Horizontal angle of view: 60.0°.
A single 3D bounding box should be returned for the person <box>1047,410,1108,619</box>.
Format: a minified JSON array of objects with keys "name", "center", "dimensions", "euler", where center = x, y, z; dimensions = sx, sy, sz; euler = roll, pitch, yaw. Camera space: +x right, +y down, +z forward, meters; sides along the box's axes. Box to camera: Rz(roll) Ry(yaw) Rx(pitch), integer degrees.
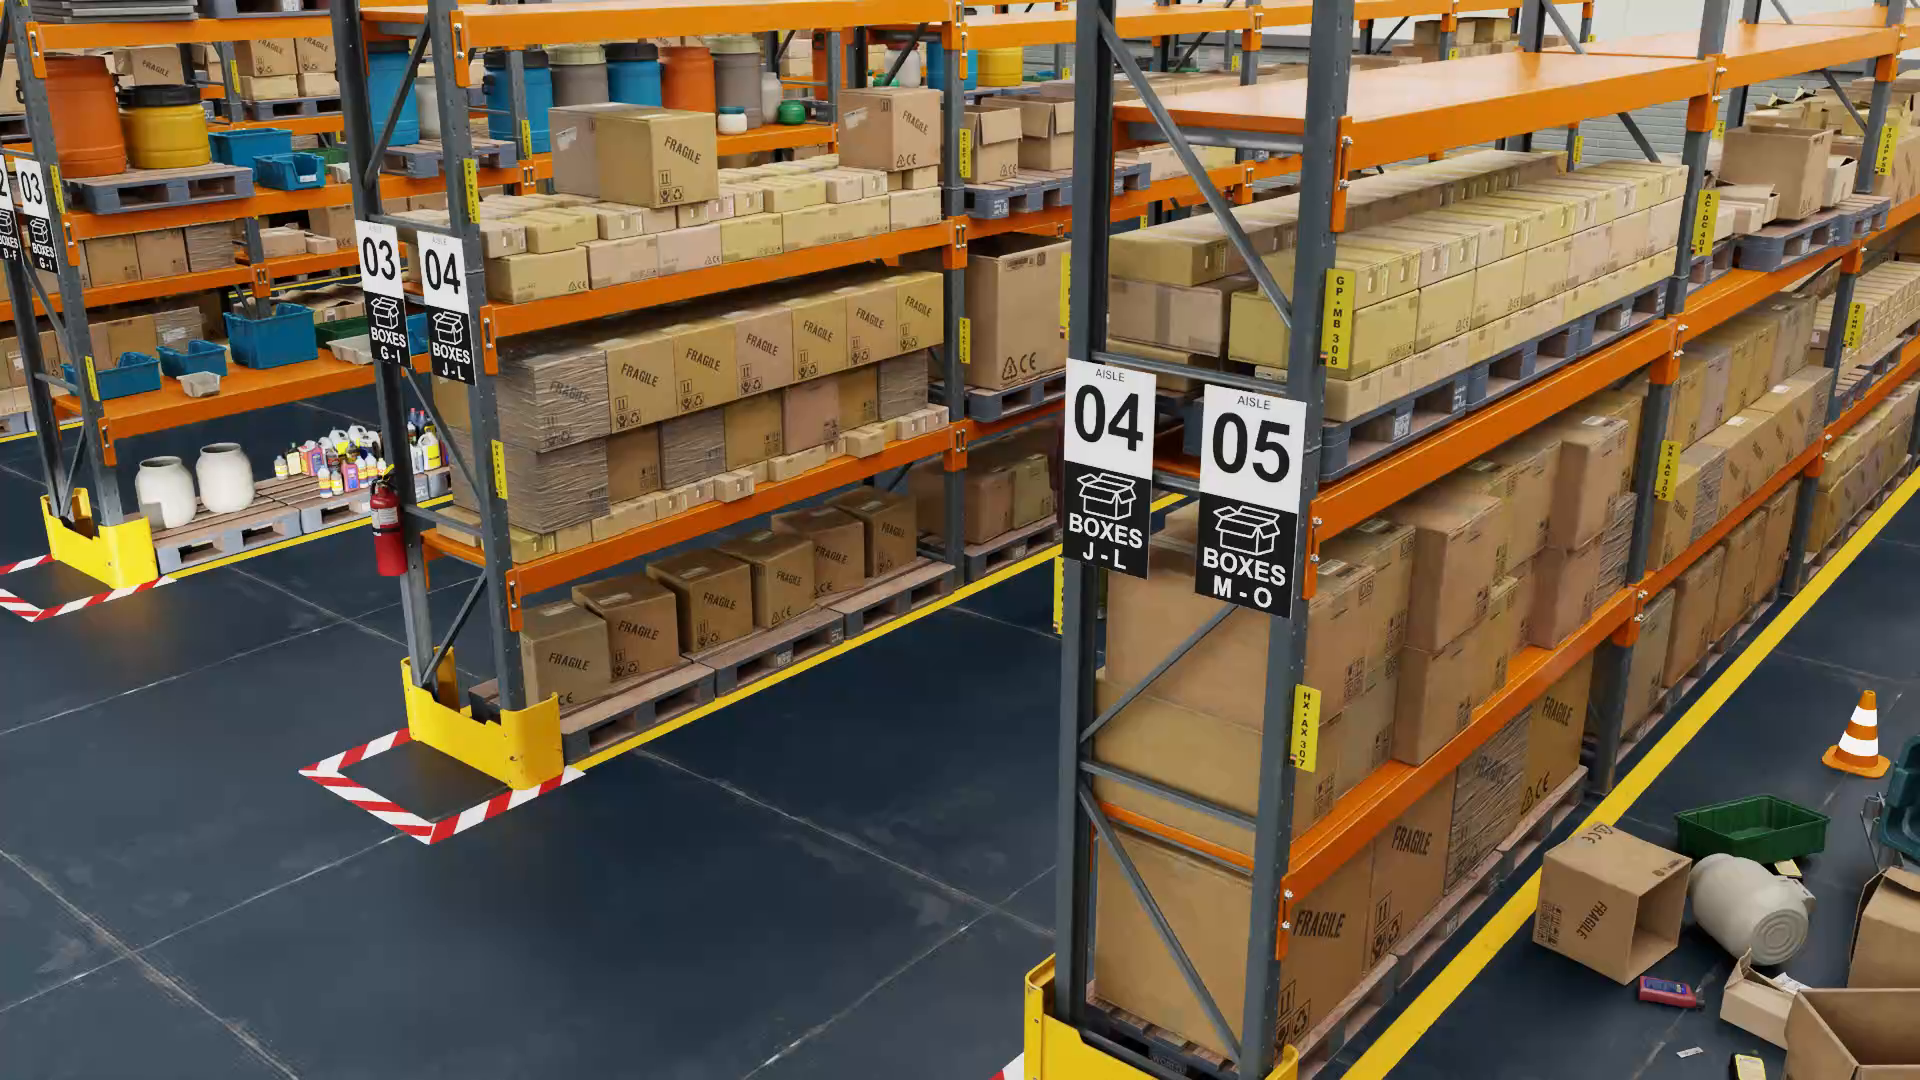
[{"name":"person","center":[0.930,-0.322,11.985],"dimensions":[0.642,1.774,0.426],"euler":[11,23,29]}]
